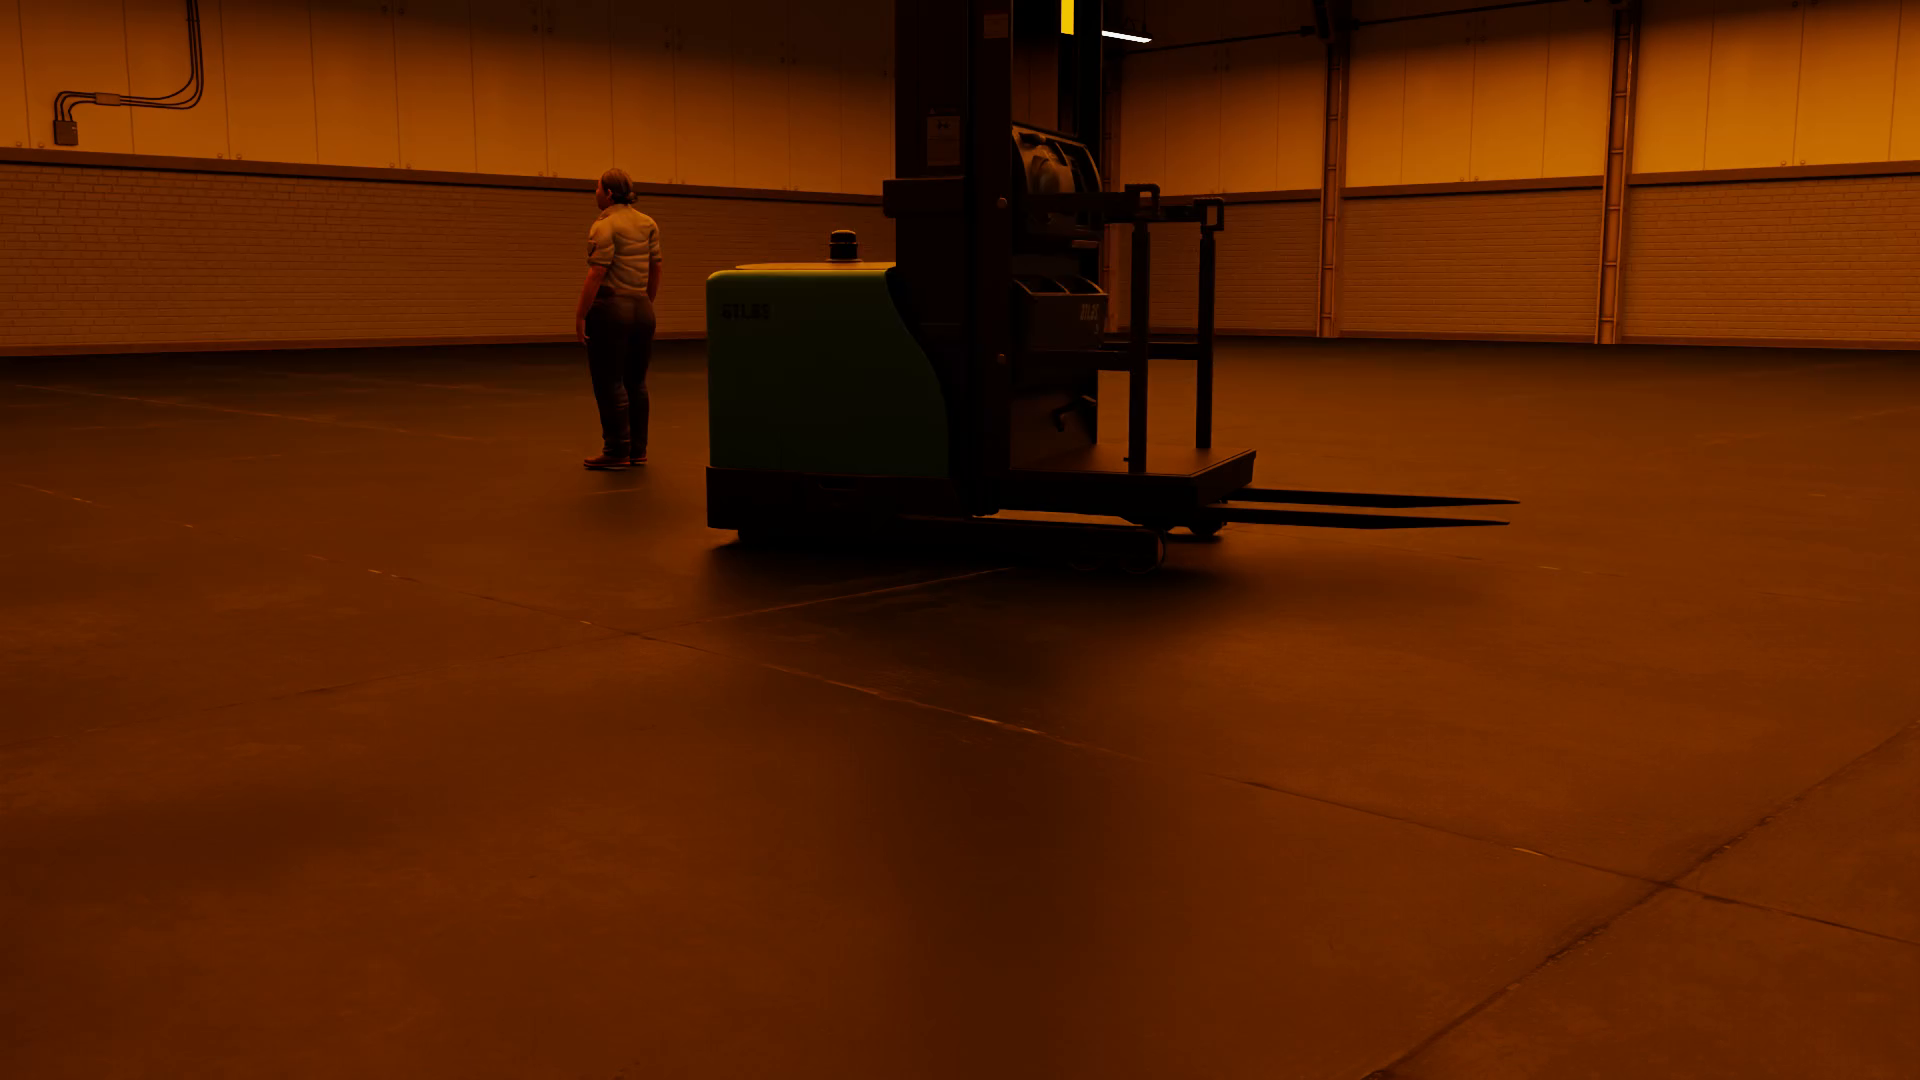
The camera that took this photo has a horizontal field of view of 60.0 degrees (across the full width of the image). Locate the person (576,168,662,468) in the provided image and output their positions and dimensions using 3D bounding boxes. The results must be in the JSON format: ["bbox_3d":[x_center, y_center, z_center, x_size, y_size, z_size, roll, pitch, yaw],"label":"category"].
[{"bbox_3d":[-1.963,-1.226,9.307,0.502,1.644,0.598,5,10,32],"label":"person"}]

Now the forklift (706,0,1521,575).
[{"bbox_3d":[0.565,-1.416,6.275,3.031,2.935,1.130,3,9,22],"label":"forklift"}]
